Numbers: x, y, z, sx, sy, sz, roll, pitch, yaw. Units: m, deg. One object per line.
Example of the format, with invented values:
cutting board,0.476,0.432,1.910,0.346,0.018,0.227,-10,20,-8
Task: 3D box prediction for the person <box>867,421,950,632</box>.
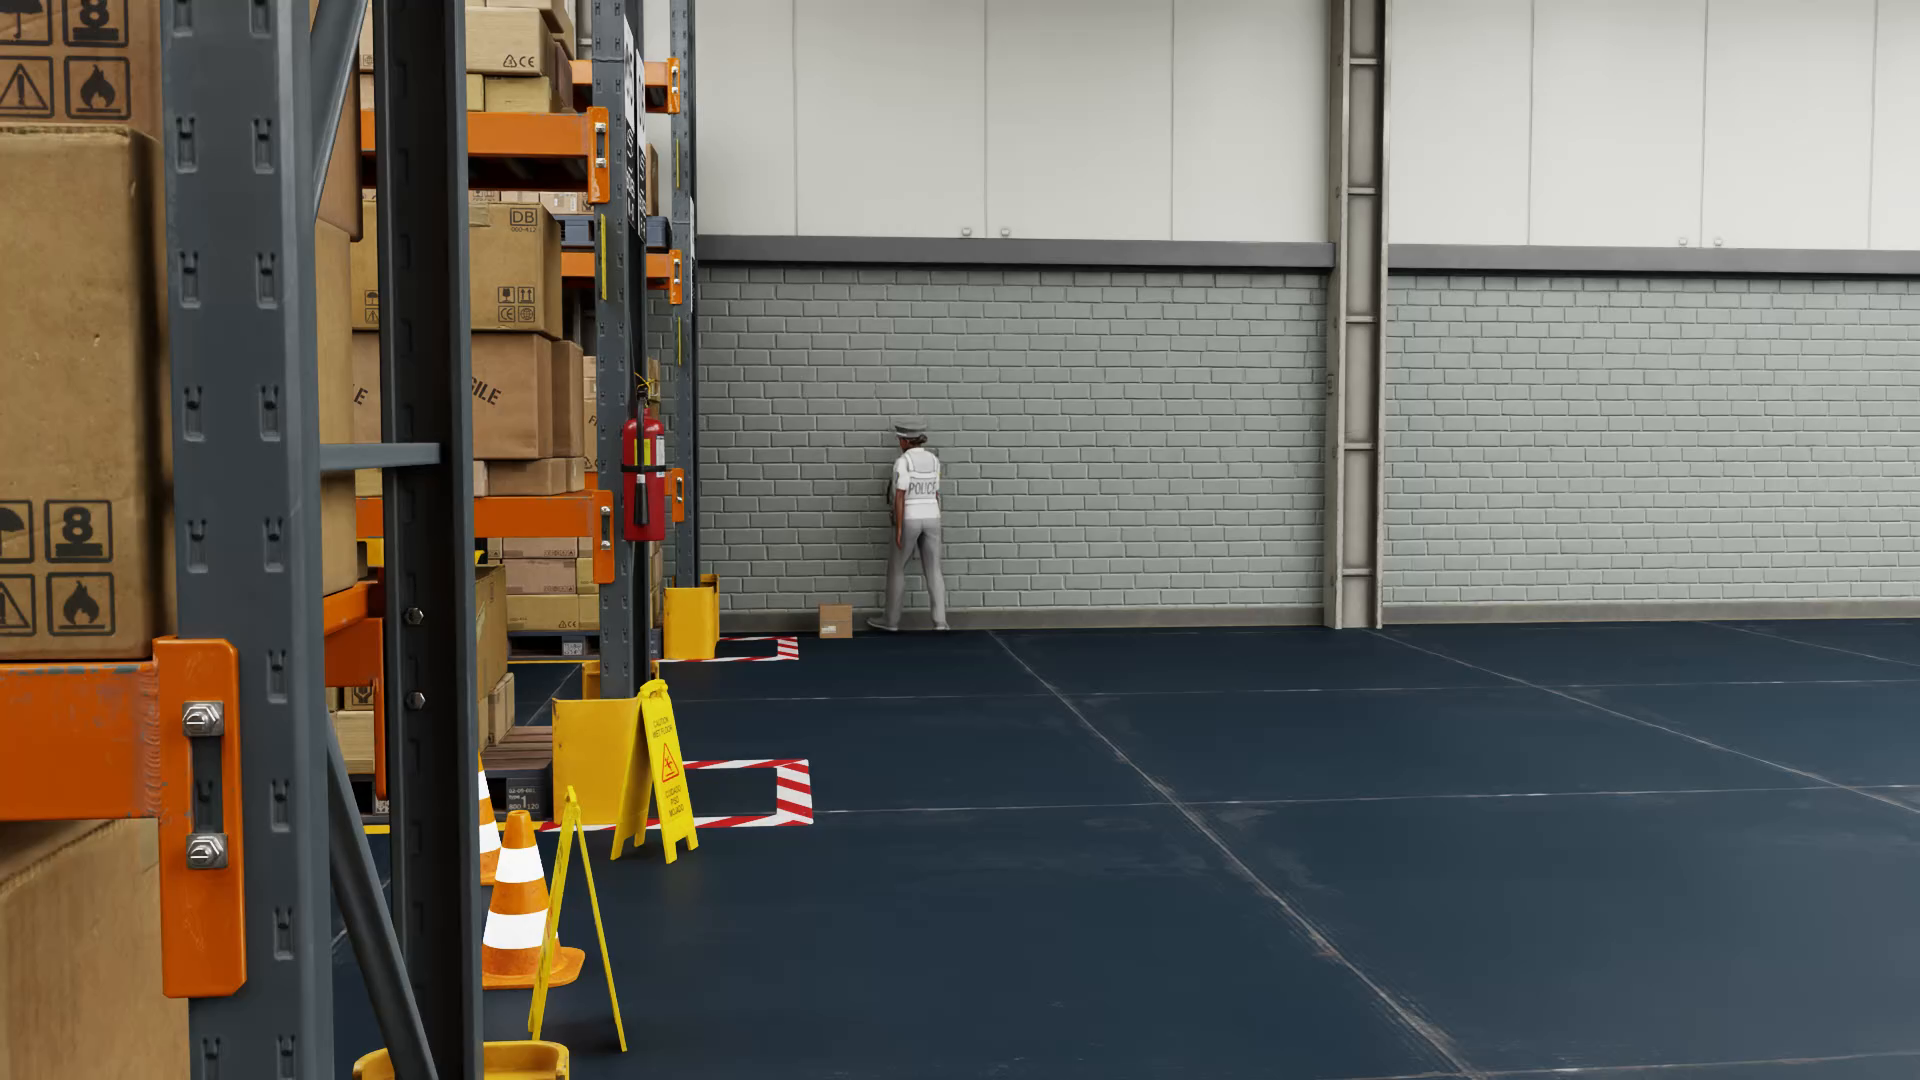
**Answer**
person,-0.379,-0.106,13.034,0.503,1.651,0.667,-2,4,-30
